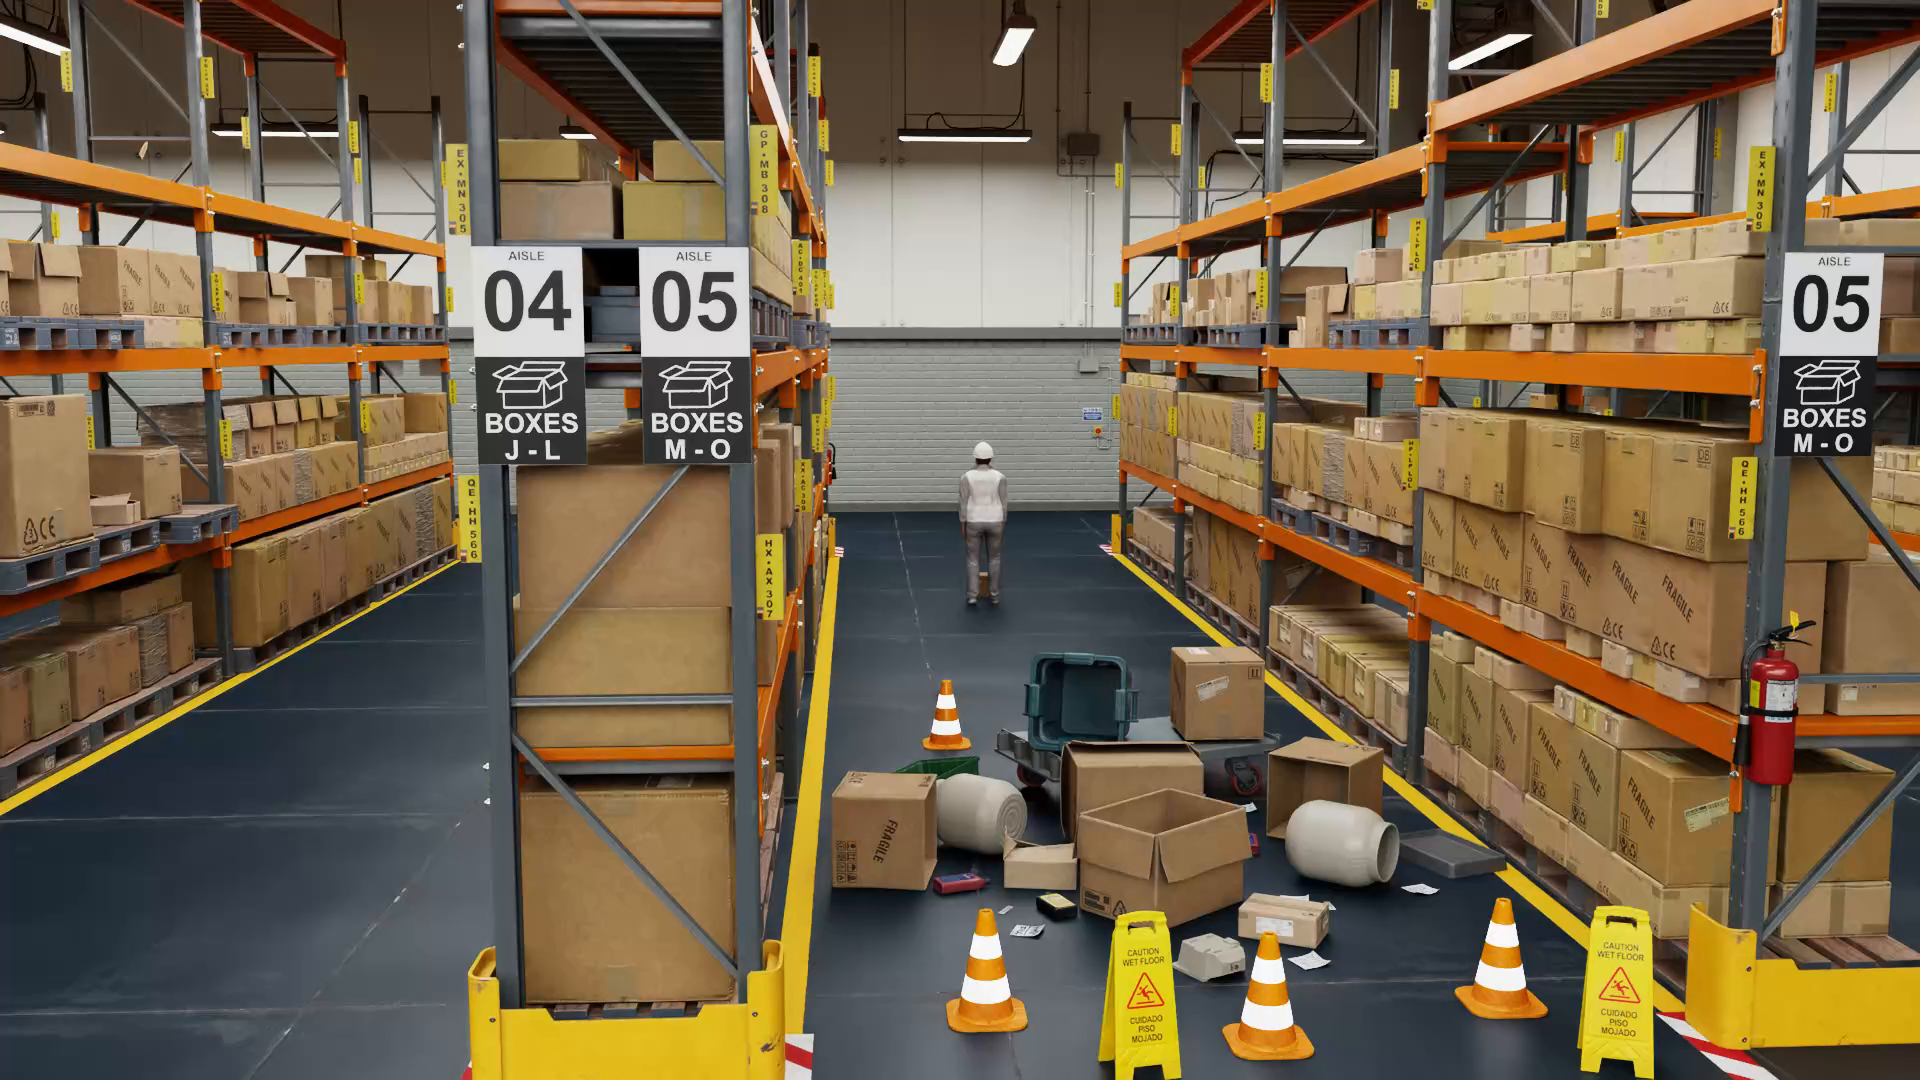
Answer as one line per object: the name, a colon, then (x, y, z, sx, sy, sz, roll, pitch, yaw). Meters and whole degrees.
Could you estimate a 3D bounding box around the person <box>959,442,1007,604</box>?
person: (0.247, -0.158, 18.223, 0.533, 1.829, 0.368, 0, 7, -3)
